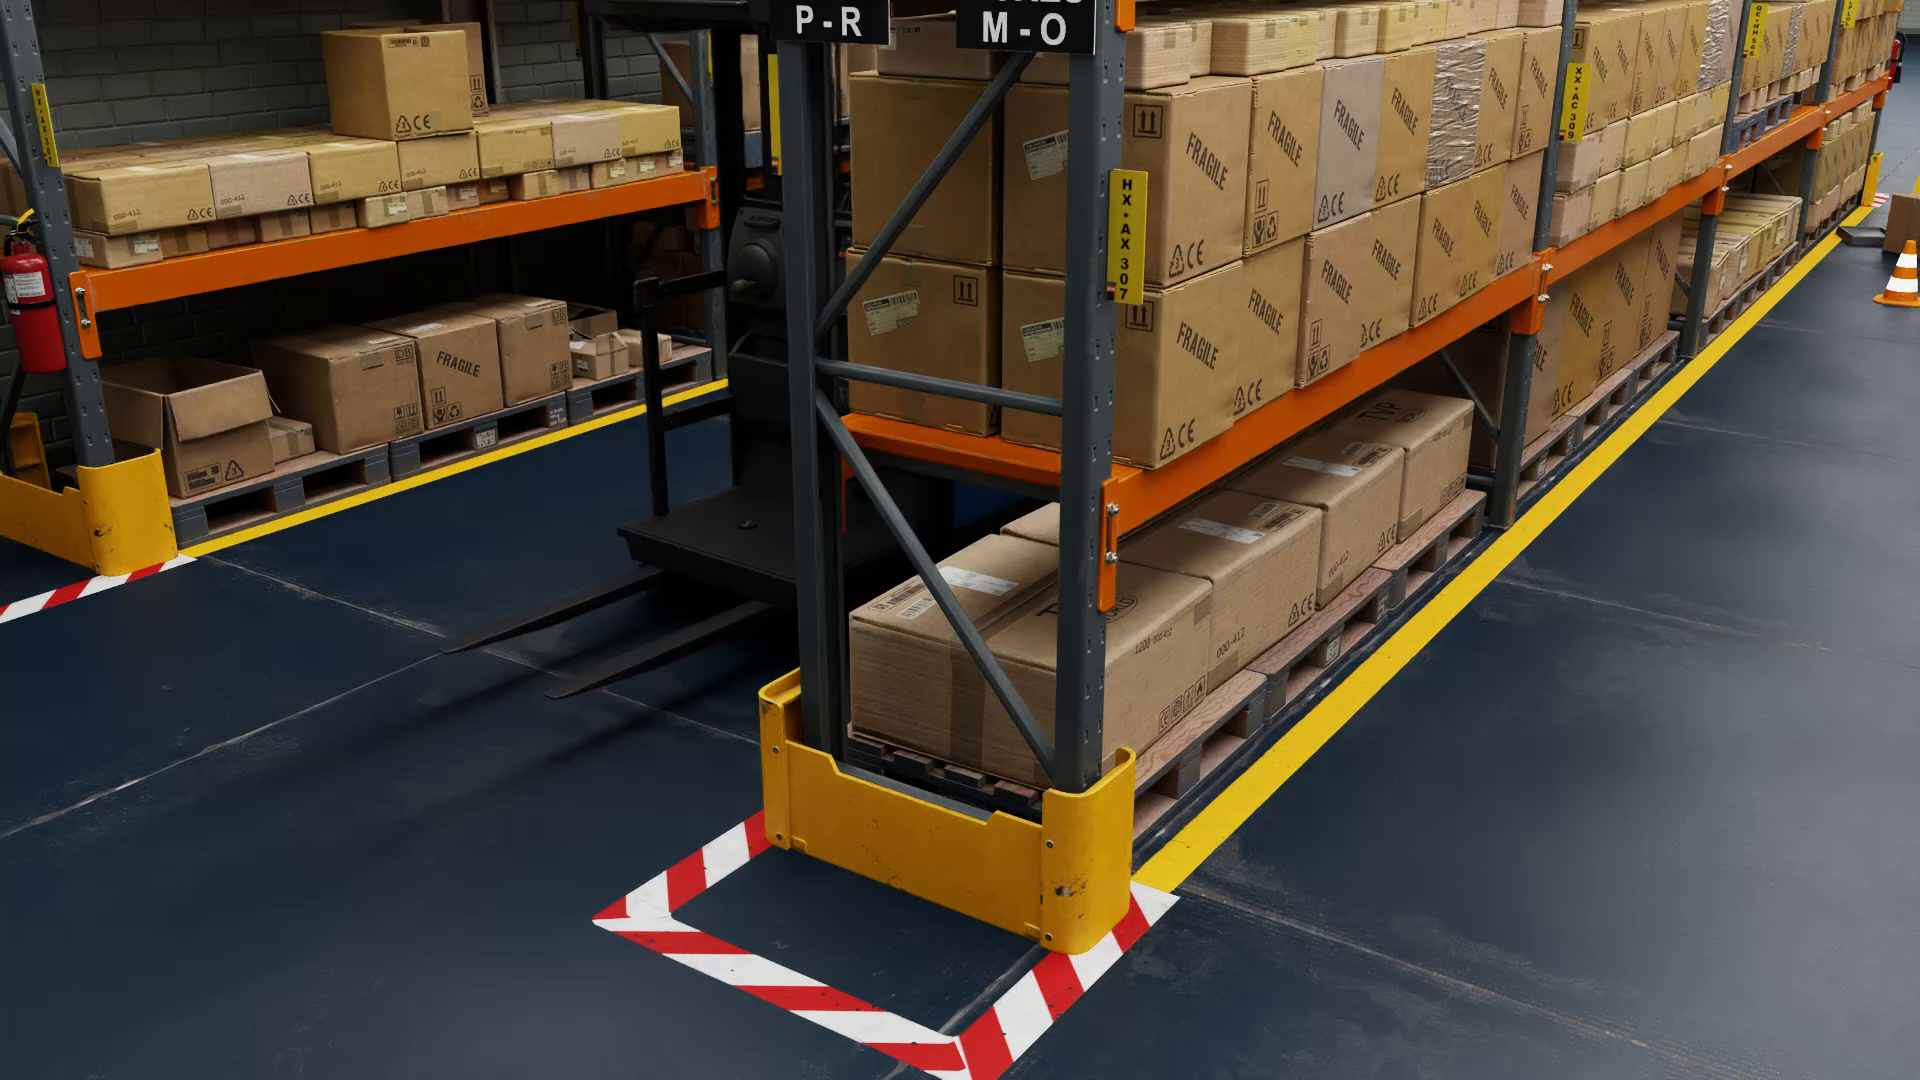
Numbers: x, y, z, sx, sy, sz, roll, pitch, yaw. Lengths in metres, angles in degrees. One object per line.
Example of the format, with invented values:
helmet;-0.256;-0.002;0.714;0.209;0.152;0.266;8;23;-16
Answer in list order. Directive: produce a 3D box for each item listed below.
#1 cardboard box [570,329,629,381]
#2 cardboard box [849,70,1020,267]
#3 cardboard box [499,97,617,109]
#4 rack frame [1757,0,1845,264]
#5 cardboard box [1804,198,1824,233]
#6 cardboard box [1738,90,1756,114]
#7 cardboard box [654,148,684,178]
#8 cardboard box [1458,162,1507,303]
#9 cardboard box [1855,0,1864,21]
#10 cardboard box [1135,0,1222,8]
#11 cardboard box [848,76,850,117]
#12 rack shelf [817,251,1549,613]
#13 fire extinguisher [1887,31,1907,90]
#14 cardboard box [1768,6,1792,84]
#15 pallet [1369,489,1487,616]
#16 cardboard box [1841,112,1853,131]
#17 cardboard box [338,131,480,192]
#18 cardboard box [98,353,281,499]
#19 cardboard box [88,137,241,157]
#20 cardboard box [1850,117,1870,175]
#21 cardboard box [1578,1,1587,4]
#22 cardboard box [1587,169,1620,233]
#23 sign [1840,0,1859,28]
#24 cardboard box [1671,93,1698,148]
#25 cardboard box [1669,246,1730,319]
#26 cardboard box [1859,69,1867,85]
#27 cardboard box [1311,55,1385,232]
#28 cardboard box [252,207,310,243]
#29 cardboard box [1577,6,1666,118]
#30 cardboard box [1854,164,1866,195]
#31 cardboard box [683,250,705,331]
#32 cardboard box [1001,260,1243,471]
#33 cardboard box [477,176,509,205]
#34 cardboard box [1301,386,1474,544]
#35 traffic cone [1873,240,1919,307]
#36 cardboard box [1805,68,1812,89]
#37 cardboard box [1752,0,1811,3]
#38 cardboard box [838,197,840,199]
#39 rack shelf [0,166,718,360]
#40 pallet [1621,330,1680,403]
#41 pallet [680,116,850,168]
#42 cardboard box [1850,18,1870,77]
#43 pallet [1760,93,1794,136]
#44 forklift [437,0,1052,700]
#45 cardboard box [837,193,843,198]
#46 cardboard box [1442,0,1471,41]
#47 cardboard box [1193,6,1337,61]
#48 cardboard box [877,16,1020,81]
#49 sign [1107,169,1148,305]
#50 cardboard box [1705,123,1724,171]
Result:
cardboard box;-2.175;-1.120;9.805;0.396;0.266;0.258;14;25;34
cardboard box;0.028;-1.111;4.859;0.500;0.500;0.500;14;25;34
cardboard box;-2.406;-2.505;10.000;0.500;0.250;0.500;13;24;31
rack frame;6.700;-3.853;13.859;1.000;3.000;0.127;13;24;32
cardboard box;7.255;-2.877;14.578;0.500;0.250;0.500;12;23;29
cardboard box;5.167;-2.986;11.271;0.380;0.149;0.250;12;23;28
cardboard box;-1.875;-2.266;9.931;0.380;0.149;0.250;14;24;33
cardboard box;1.869;-1.273;6.740;0.500;0.500;0.500;13;24;31
cardboard box;7.127;-4.593;13.843;0.700;0.500;0.500;13;24;31
cardboard box;0.662;-1.749;5.650;0.380;0.149;0.250;14;24;33
cardboard box;-0.806;-2.983;11.093;0.396;0.266;0.258;15;25;34
rack shelf;1.079;-0.647;6.227;1.077;0.370;4.000;13;24;32
fire extinguisher;9.394;-4.908;16.821;0.296;0.674;0.183;13;24;32
cardboard box;5.476;-3.478;11.665;0.500;0.500;0.500;14;24;33
pallet;1.711;-0.047;7.589;1.003;0.211;1.213;13;24;32
cardboard box;7.811;-3.783;15.011;0.380;0.149;0.250;15;25;35
cardboard box;-2.840;-1.966;8.543;0.500;0.250;0.500;13;24;30
cardboard box;-3.731;-0.561;7.950;0.797;0.503;0.637;12;24;30
cardboard box;-3.823;-1.778;8.035;0.500;0.250;0.500;13;24;32
cardboard box;8.423;-3.829;16.070;0.500;0.500;0.500;14;25;34
cardboard box;3.111;-2.694;9.139;0.500;0.500;0.500;14;24;33
cardboard box;2.958;-1.711;8.284;0.500;0.250;0.500;13;24;31
sign;7.161;-4.289;13.368;0.100;0.325;0.005;13;24;32
cardboard box;3.833;-2.383;9.378;0.500;0.250;0.500;13;24;30
cardboard box;4.777;-1.830;11.572;0.950;0.372;0.625;11;23;28
cardboard box;8.254;-4.354;15.573;0.380;0.149;0.250;13;24;31
cardboard box;1.027;-1.307;5.390;0.500;0.500;0.500;13;24;31
cardboard box;-3.325;-1.525;7.926;0.380;0.149;0.250;14;25;33
cardboard box;3.235;-2.439;8.449;0.500;0.500;0.500;13;24;31
cardboard box;8.703;-3.617;16.578;0.500;0.250;0.500;13;24;32
cardboard box;-1.446;-1.645;10.885;0.500;0.500;0.500;15;25;34
cardboard box;0.462;-0.539;4.754;0.500;0.500;0.500;13;24;31
cardboard box;-2.657;-1.907;8.960;0.380;0.149;0.250;14;24;33
cardboard box;1.761;-0.394;7.595;0.875;0.438;0.875;13;24;31
traffic cone;7.161;-2.035;12.599;0.336;0.463;0.334;13;24;32
cardboard box;6.361;-3.578;12.871;0.380;0.149;0.250;13;24;31
cardboard box;6.116;-4.081;12.361;0.380;0.149;0.250;12;24;30
cardboard box;-0.673;-2.375;11.924;0.380;0.149;0.250;13;24;32
rack shelf;-3.029;-1.614;8.841;1.077;0.370;4.000;13;24;32
pallet;3.946;-1.186;10.668;1.003;0.211;1.213;13;24;32
pallet;-1.365;-2.643;10.863;1.003;0.211;1.213;13;24;32
cardboard box;7.734;-4.402;14.769;0.500;0.500;0.500;13;24;31
pallet;5.530;-3.192;12.347;1.003;0.211;1.213;13;24;32
forklift;-0.708;-1.109;6.539;1.130;2.935;3.031;15;25;35
cardboard box;-1.076;-2.462;12.160;0.380;0.149;0.250;12;24;30
cardboard box;1.668;-1.949;6.189;0.380;0.149;0.250;13;24;31
cardboard box;0.949;-1.584;5.204;0.380;0.149;0.250;14;24;32
cardboard box;-0.010;-1.373;4.631;0.380;0.149;0.250;14;24;33
sign;0.410;-0.744;4.090;0.100;0.325;0.005;13;24;32
cardboard box;4.382;-2.440;10.253;0.500;0.250;0.500;12;24;30
